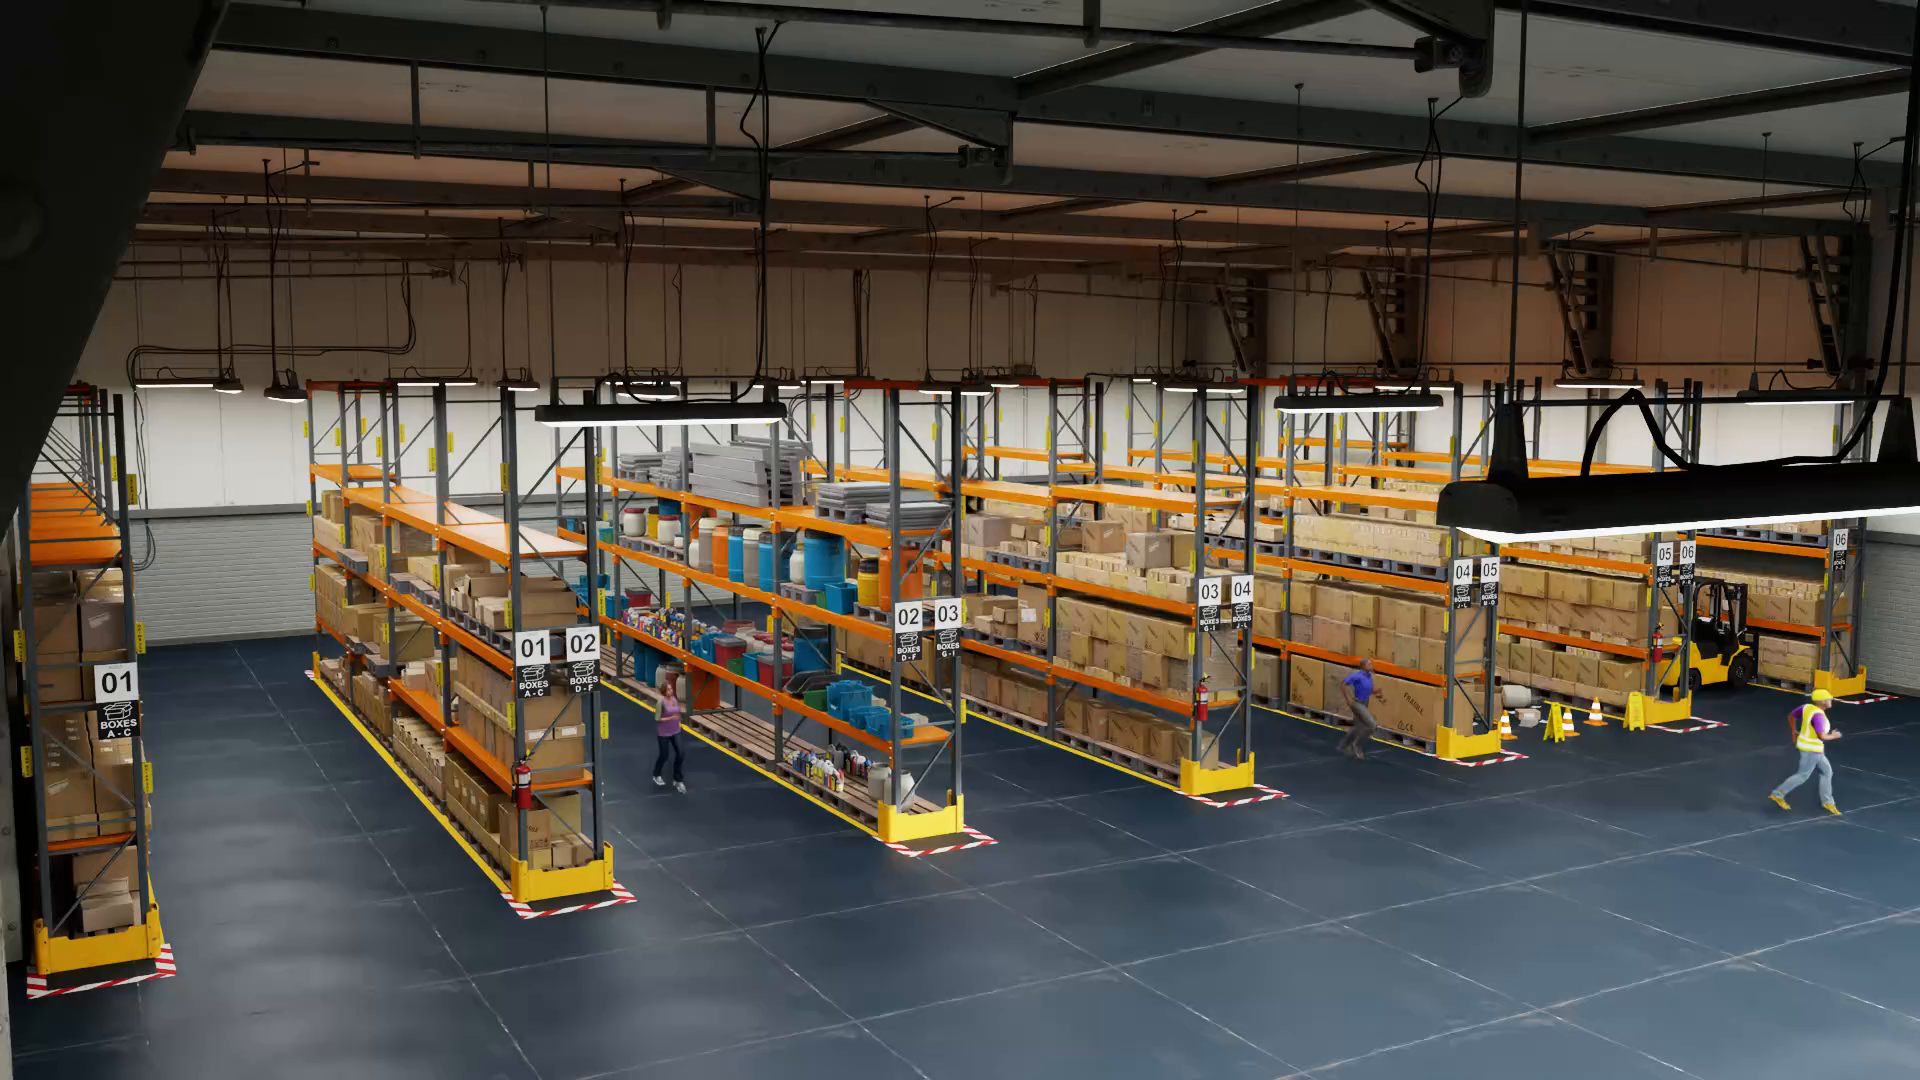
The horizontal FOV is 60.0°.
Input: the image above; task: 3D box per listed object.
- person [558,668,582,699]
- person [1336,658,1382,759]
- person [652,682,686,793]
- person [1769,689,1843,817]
[{"bbox_3d":[-6.676,2.414,28.775,0.564,1.682,0.907,-4,7,-32],"label":"person"},{"bbox_3d":[6.412,2.732,26.656,0.742,1.539,0.554,5,8,38],"label":"person"},{"bbox_3d":[-4.323,2.909,24.651,0.690,1.639,0.518,6,9,45],"label":"person"},{"bbox_3d":[11.920,2.980,23.350,0.952,1.804,0.729,2,6,14],"label":"person"}]
